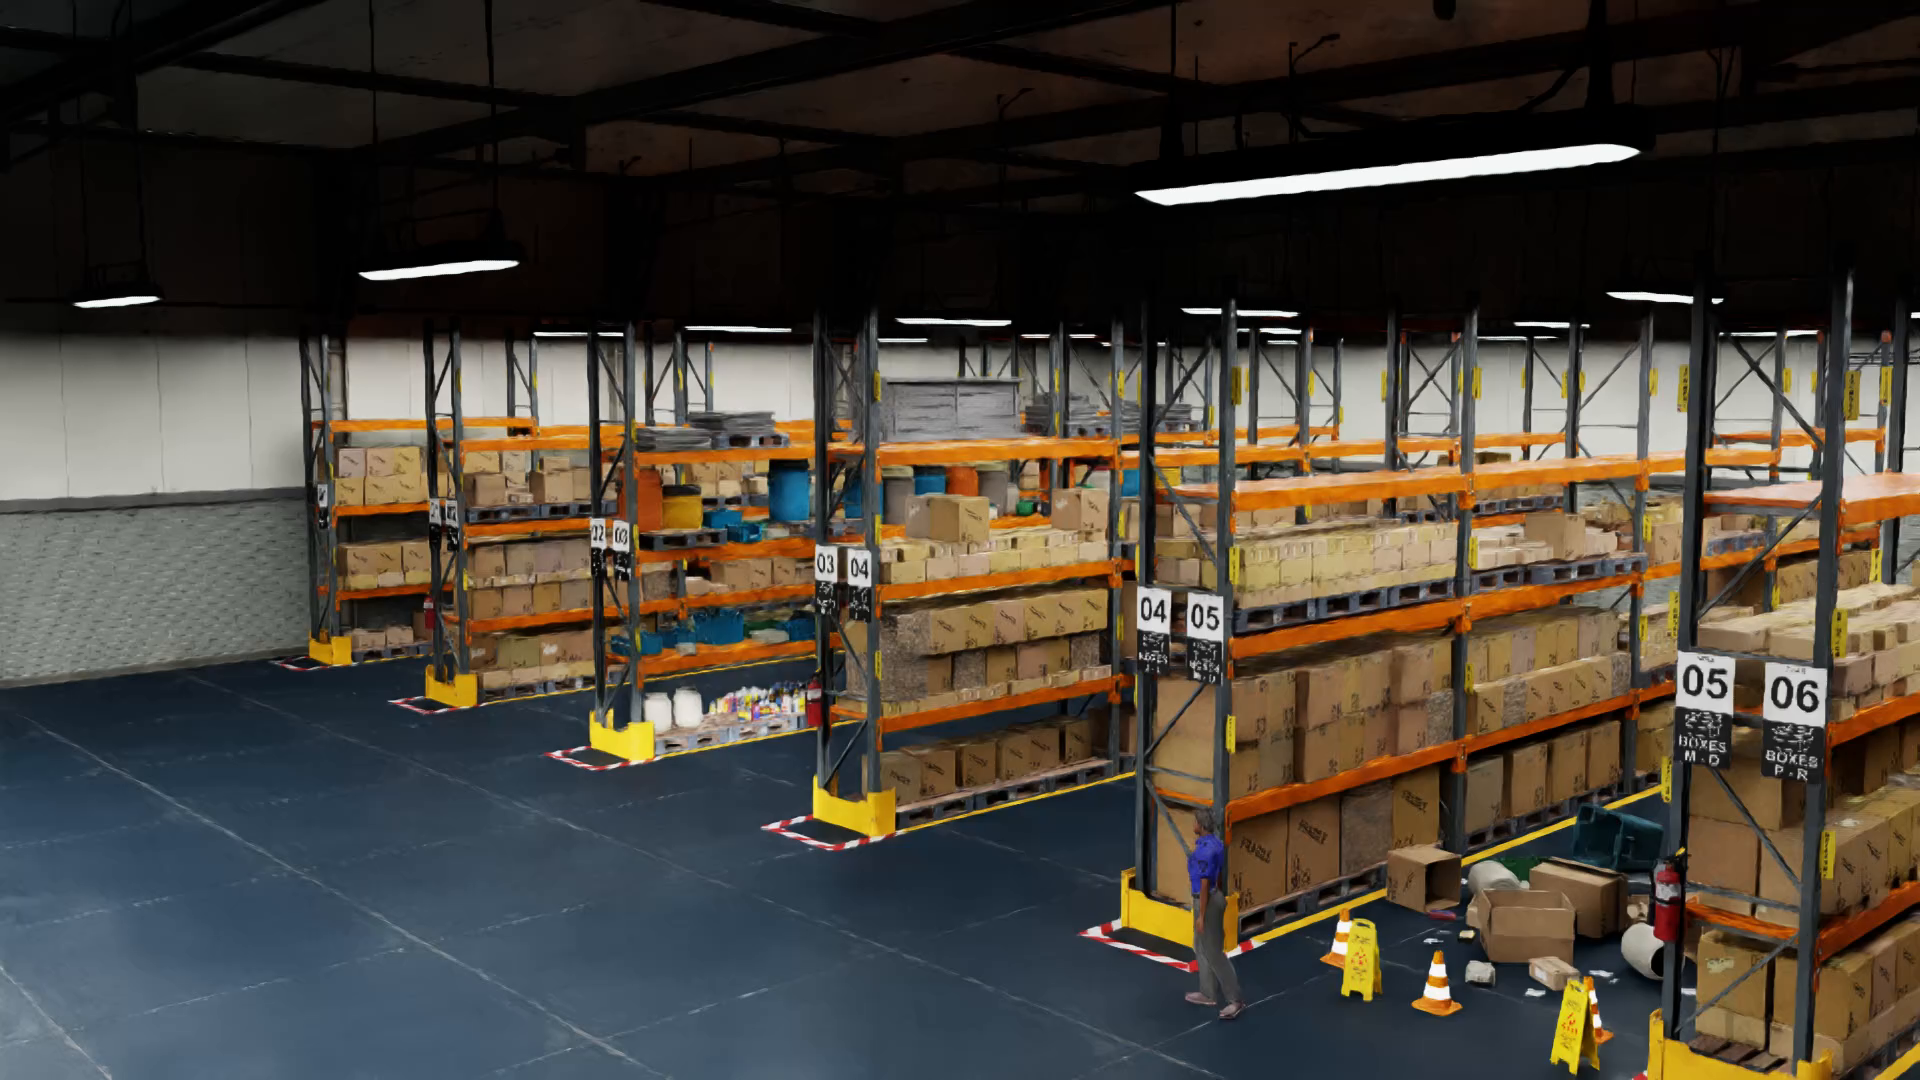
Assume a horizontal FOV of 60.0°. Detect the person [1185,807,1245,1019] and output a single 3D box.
[{"bbox_3d":[2.069,3.003,13.487,0.516,1.633,0.567,2,6,20],"label":"person"}]
